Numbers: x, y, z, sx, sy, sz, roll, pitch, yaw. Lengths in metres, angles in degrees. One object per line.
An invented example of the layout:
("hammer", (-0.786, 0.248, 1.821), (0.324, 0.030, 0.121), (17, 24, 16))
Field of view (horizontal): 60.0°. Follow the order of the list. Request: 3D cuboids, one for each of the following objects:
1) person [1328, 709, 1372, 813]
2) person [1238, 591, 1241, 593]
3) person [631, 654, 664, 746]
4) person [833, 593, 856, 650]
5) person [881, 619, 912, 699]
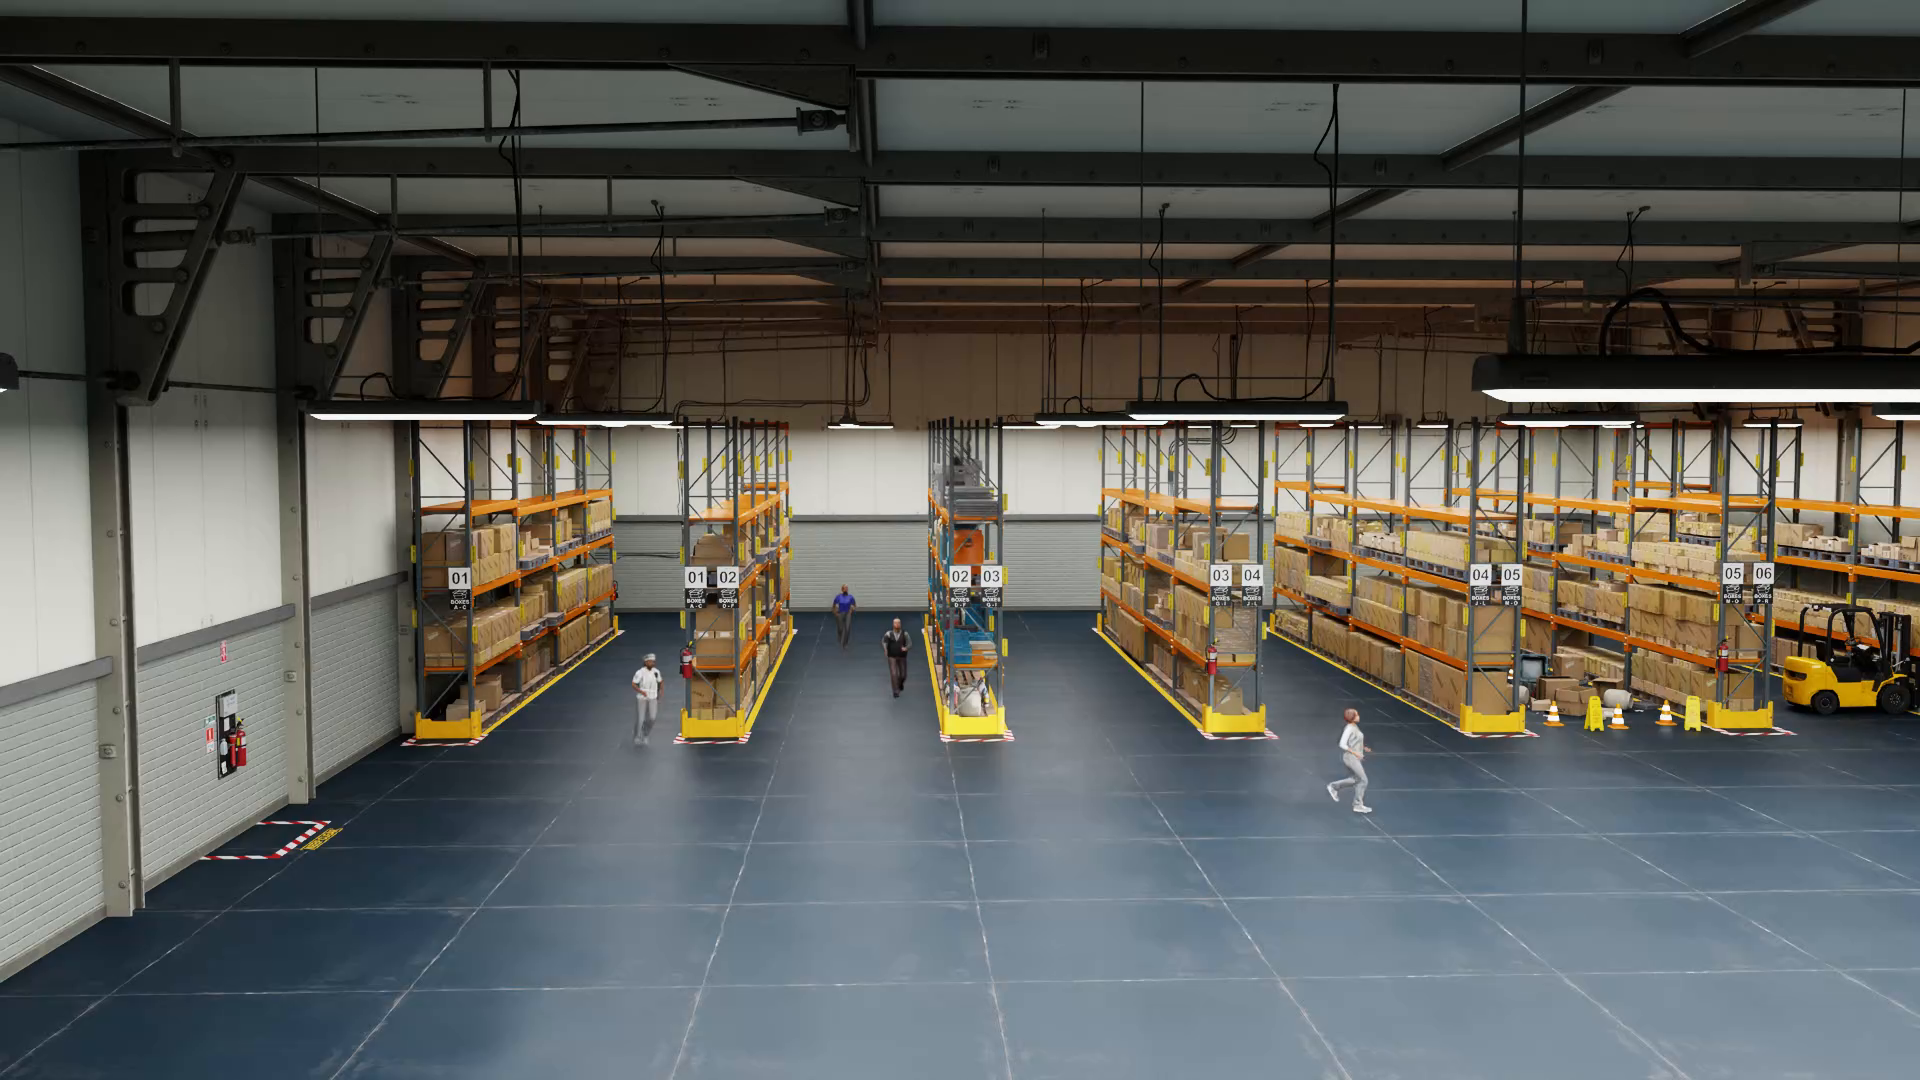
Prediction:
("person", (5.863, 3.310, 25.024), (0.680, 1.553, 0.498), (2, 4, 22))
("person", (7.768, 1.806, 46.619), (0.626, 1.610, 0.652), (0, 4, -1))
("person", (-5.684, 2.912, 30.388), (0.648, 1.670, 0.598), (-2, 4, -27))
("person", (-2.882, 2.023, 41.580), (0.560, 1.434, 0.536), (0, 4, -5))
("person", (-1.366, 2.540, 35.869), (0.668, 1.689, 0.803), (0, 4, -5))
